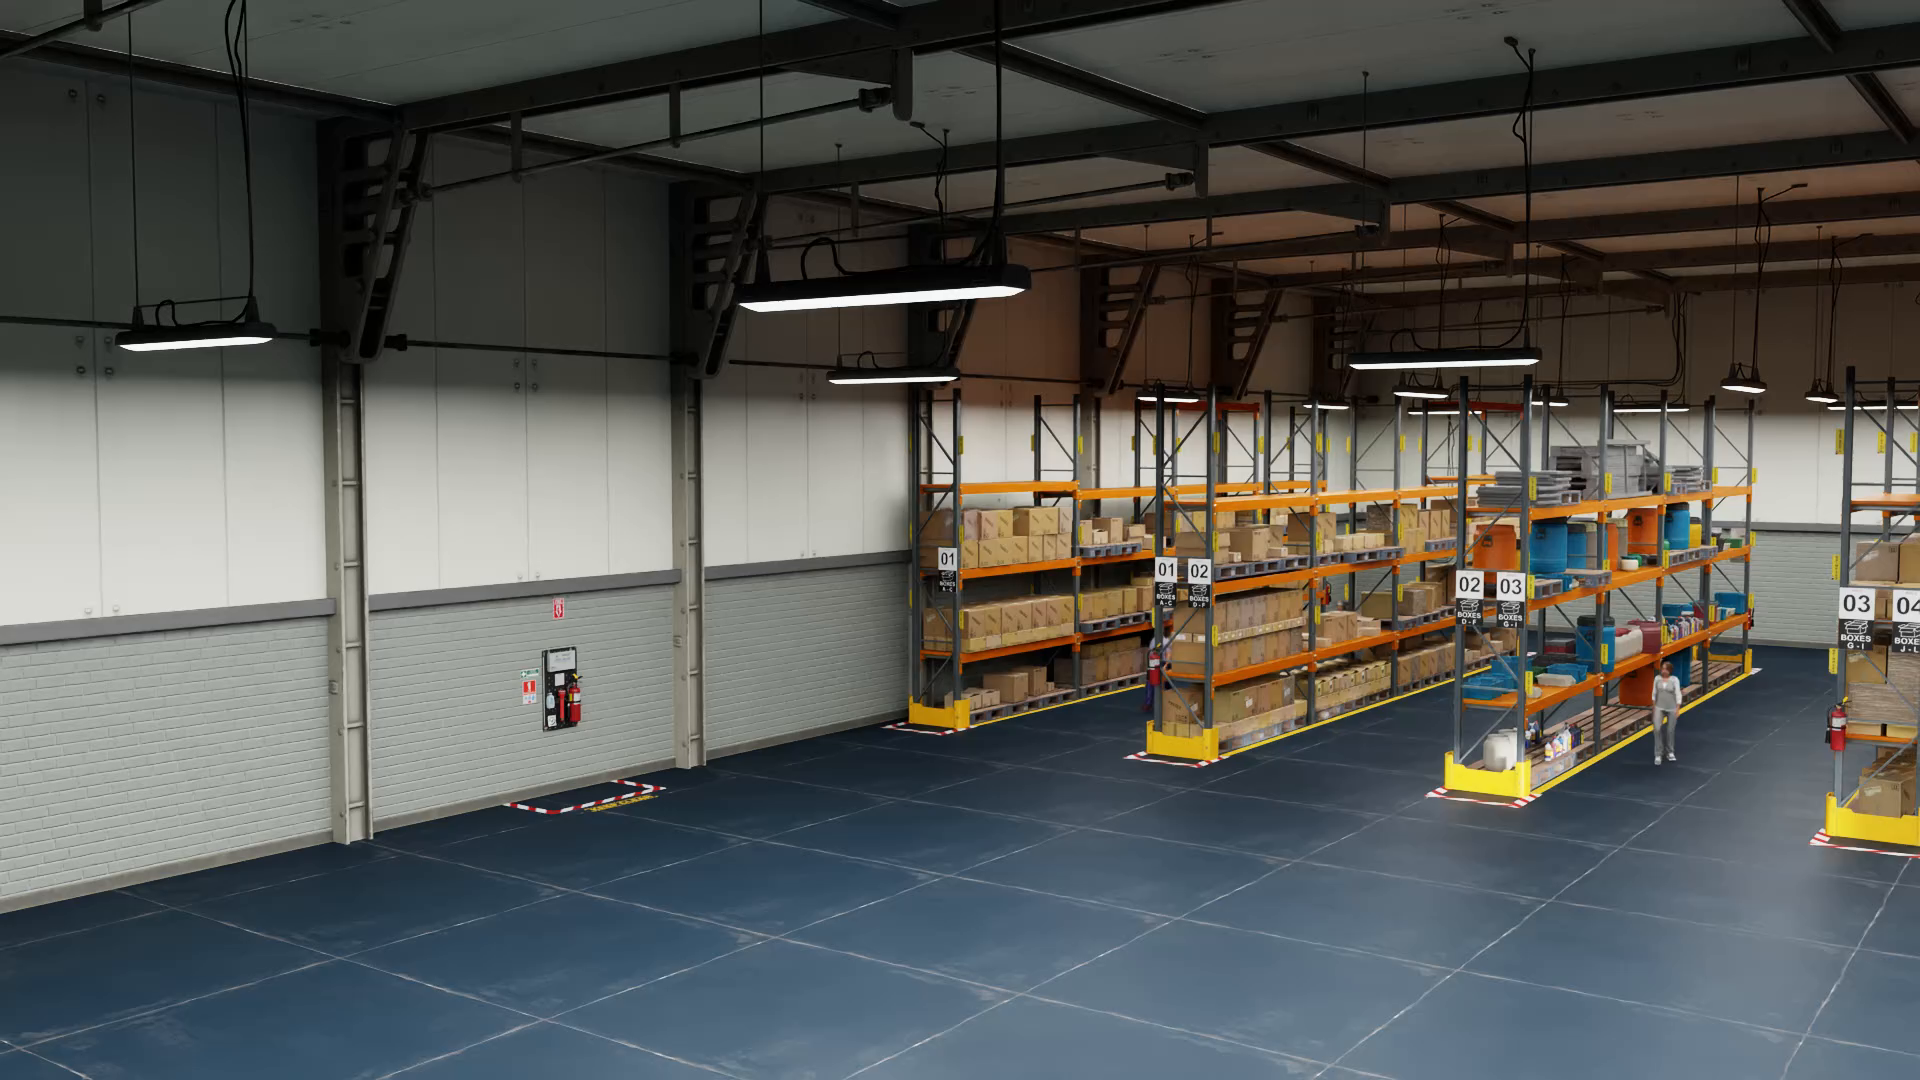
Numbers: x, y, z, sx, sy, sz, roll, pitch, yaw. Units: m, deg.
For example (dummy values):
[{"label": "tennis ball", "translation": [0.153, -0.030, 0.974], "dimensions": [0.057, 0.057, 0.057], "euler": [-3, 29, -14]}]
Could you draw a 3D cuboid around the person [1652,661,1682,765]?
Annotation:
[{"label": "person", "translation": [11.146, 2.719, 26.236], "dimensions": [0.453, 1.629, 0.539], "euler": [2, 4, 32]}]

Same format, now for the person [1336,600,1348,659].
[{"label": "person", "translation": [8.554, 2.107, 36.831], "dimensions": [0.697, 1.602, 0.644], "euler": [-3, 4, -42]}]

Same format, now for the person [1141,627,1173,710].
[{"label": "person", "translation": [3.776, 2.400, 31.439], "dimensions": [0.476, 1.579, 1.064], "euler": [2, 4, 26]}]
